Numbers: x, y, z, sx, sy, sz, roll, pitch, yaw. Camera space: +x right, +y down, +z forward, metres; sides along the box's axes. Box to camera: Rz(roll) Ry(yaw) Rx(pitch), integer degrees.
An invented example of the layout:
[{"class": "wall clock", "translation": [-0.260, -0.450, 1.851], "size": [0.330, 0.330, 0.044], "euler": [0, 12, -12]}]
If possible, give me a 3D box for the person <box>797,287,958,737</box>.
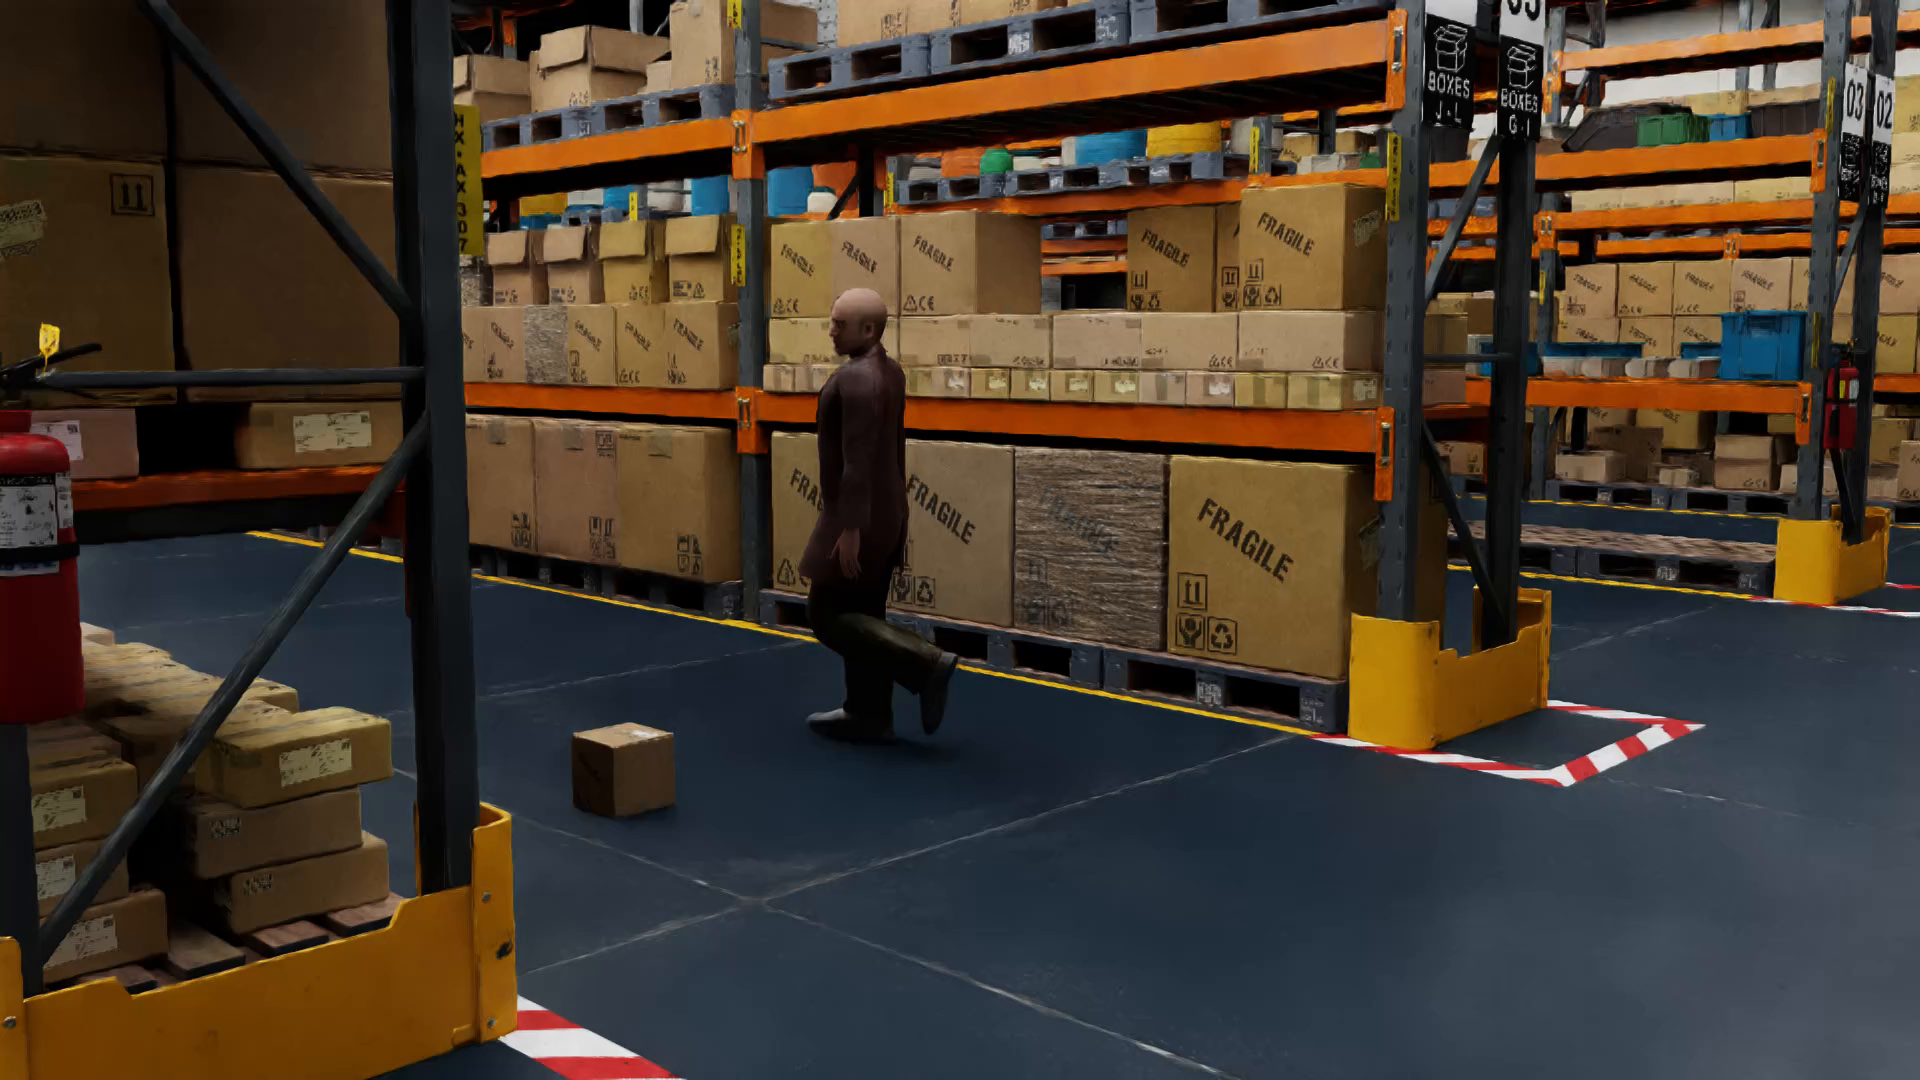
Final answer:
[{"class": "person", "translation": [-0.331, -0.070, 6.333], "size": [0.657, 1.755, 0.685], "euler": [1, 7, 9]}]
